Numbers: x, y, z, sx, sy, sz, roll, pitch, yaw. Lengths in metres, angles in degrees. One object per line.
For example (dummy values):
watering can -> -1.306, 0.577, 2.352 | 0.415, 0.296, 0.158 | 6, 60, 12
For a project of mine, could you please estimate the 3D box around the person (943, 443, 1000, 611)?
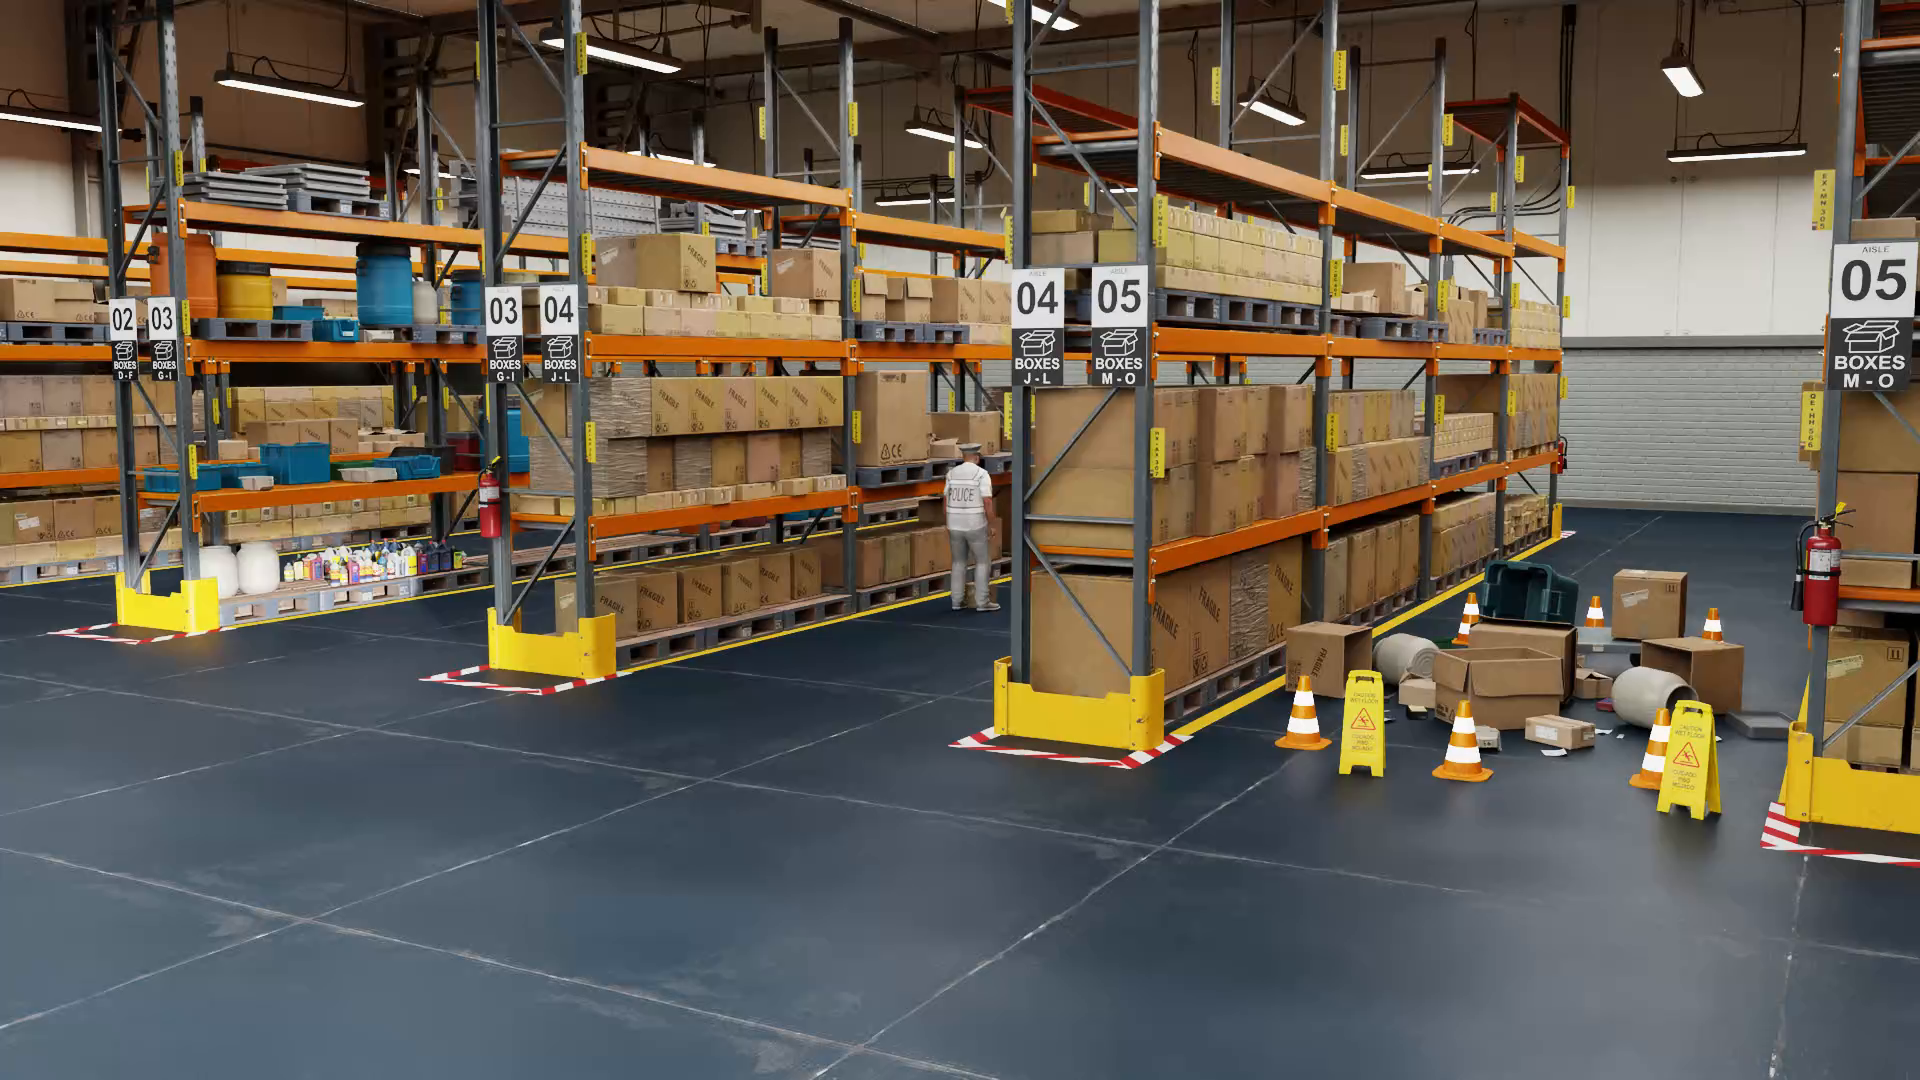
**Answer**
person -> 0.093, -0.135, 17.397 | 0.584, 1.748, 0.433 | 3, 7, 29
